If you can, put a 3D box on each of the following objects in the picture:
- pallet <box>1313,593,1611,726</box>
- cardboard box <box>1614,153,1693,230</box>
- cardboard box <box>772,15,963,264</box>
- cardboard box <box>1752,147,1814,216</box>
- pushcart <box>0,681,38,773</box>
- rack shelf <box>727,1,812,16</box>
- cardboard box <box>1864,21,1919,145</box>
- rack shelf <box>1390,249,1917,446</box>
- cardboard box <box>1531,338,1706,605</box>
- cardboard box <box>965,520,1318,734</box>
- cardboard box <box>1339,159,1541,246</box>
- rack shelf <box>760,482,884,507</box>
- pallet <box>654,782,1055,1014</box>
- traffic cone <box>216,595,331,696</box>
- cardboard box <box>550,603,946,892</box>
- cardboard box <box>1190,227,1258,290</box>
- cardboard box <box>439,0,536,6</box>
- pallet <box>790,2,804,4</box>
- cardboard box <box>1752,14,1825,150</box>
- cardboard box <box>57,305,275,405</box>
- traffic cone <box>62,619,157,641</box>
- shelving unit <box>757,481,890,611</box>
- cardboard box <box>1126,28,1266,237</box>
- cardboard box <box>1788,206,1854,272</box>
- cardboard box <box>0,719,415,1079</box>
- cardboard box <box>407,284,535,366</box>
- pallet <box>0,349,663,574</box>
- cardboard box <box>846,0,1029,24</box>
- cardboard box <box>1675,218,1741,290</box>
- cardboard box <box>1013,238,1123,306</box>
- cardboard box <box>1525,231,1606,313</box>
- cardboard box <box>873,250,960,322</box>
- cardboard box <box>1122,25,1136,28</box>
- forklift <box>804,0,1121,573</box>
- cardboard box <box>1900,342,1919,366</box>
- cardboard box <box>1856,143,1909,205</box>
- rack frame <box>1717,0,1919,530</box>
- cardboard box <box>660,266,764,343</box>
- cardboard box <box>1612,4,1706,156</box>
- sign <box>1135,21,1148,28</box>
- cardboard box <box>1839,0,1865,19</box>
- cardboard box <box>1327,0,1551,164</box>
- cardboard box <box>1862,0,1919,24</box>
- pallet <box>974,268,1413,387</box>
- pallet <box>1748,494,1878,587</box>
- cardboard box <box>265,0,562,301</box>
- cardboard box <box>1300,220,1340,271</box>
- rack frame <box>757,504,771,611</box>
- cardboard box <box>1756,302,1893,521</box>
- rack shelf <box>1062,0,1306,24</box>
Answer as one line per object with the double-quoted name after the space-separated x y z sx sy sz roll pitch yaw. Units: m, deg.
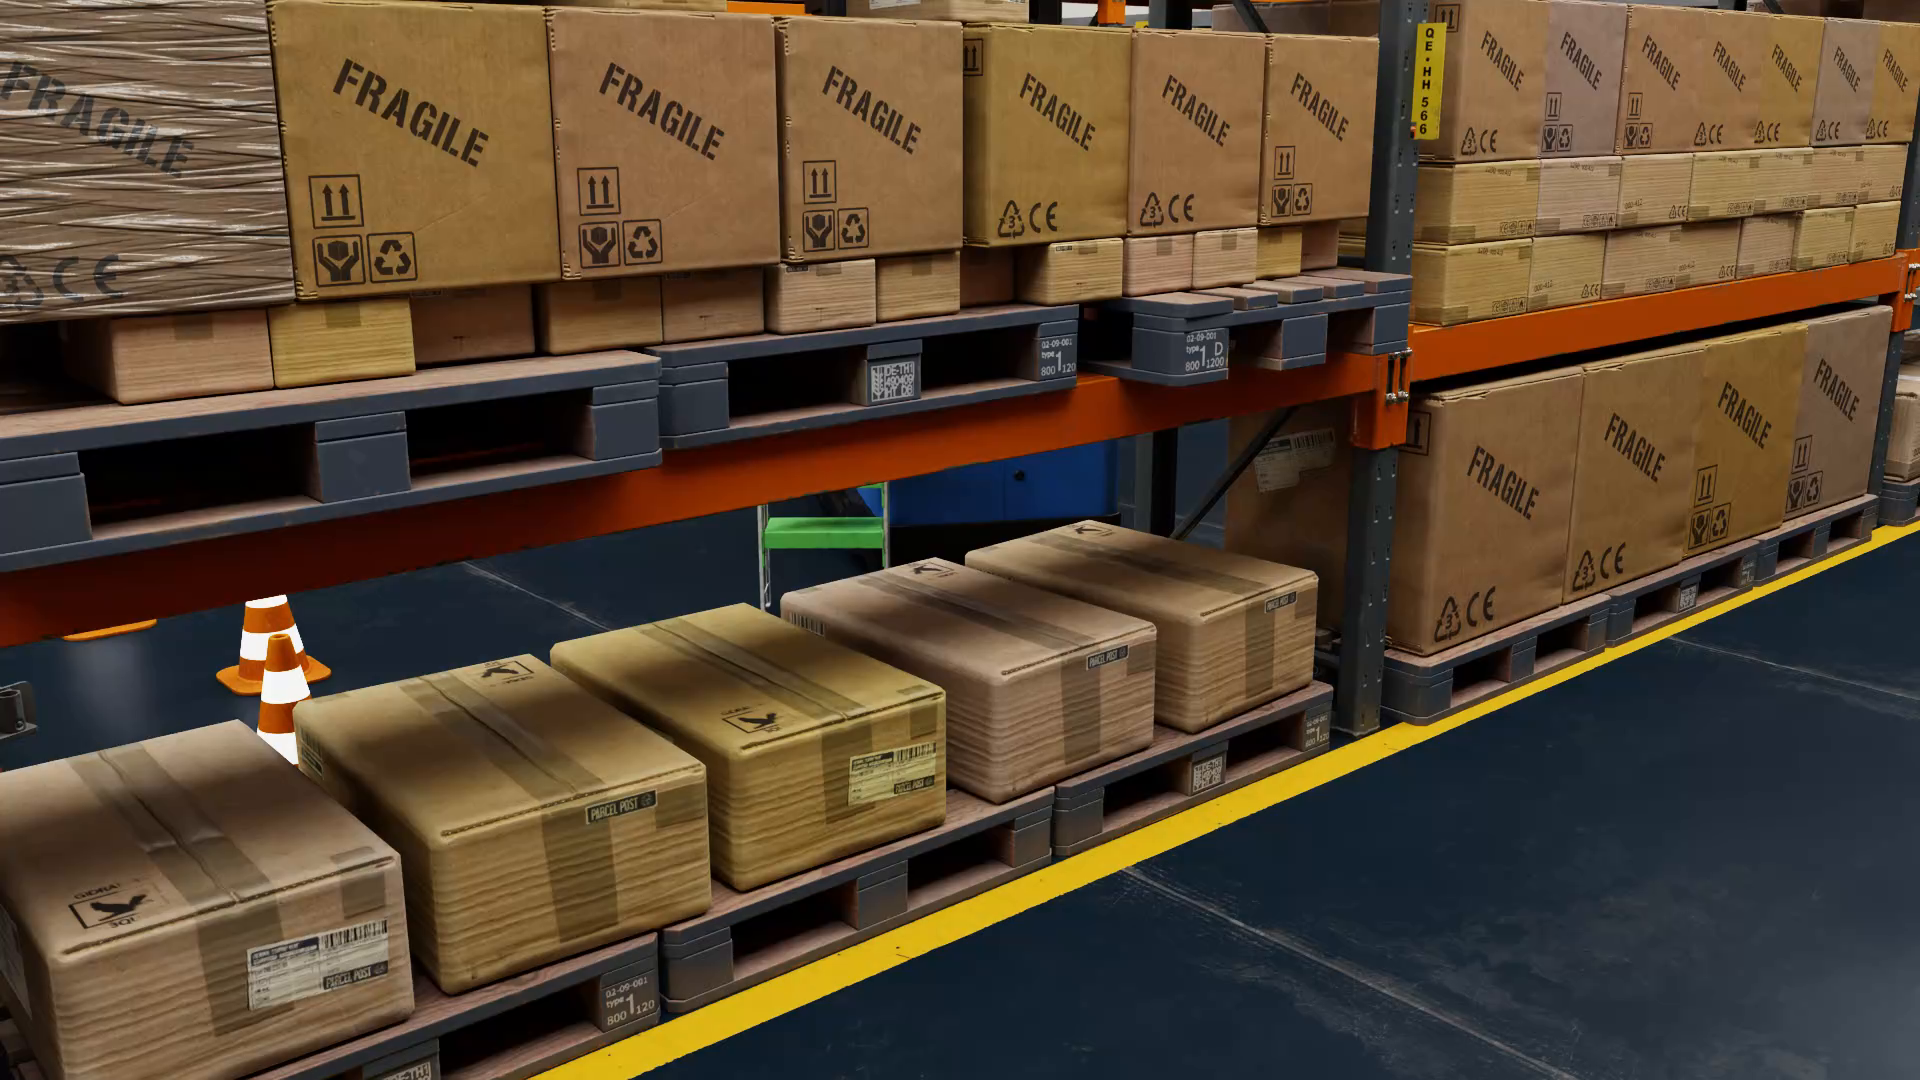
1.638 0.314 6.164 1.213 0.211 1.003 -13 19 -39 "pallet"
2.312 -1.290 6.089 0.500 0.250 0.500 -13 20 -40 "cardboard box"
-0.342 -0.910 3.760 0.500 0.500 0.500 -14 20 -42 "cardboard box"
3.079 -1.464 6.738 0.500 0.250 0.500 -12 19 -38 "cardboard box"
-3.559 0.595 4.790 1.648 0.377 0.936 8 17 28 "pushcart"
-0.986 -4.961 16.092 4.000 0.370 1.077 -13 19 -39 "rack shelf"
3.839 -1.998 7.287 0.500 0.500 0.500 -12 19 -38 "cardboard box"
2.502 -0.905 6.720 4.000 0.370 1.077 -13 19 -39 "rack shelf"
2.245 -0.341 6.519 0.875 0.875 0.875 -12 19 -39 "cardboard box"
0.561 0.247 5.293 0.625 0.372 0.950 -14 21 -43 "cardboard box"
1.538 -1.121 5.455 0.500 0.250 0.500 -13 20 -40 "cardboard box"
-0.533 -0.230 6.532 0.480 0.148 0.258 0 15 -1 "rack shelf"
-0.517 0.771 4.454 1.213 0.211 1.003 -13 19 -39 "pallet"
-2.445 0.263 5.869 0.334 0.463 0.336 -13 19 -39 "traffic cone"
-0.567 0.500 4.342 0.625 0.372 0.950 -12 19 -38 "cardboard box"
0.585 -0.783 4.542 0.250 0.149 0.380 -13 20 -40 "cardboard box"
-1.121 -1.237 3.728 0.250 0.149 0.380 -14 20 -42 "cardboard box"
-0.950 -5.269 16.024 1.213 0.211 1.003 -13 19 -39 "pallet"
3.058 -1.827 6.647 0.500 0.500 0.500 -12 19 -38 "cardboard box"
-1.400 -0.350 2.921 0.250 0.149 0.380 -12 19 -39 "cardboard box"
-3.347 0.110 6.443 0.334 0.463 0.336 -13 19 -39 "traffic cone"
-0.534 -0.292 6.516 0.503 1.200 0.258 0 15 -1 "shelving unit"
0.450 -1.088 4.427 0.500 0.500 0.500 -13 20 -40 "cardboard box"
3.453 -1.308 7.125 0.500 0.250 0.500 -13 20 -40 "cardboard box"
-1.630 0.741 3.441 0.625 0.372 0.950 -12 19 -39 "cardboard box"
-1.042 -0.453 3.308 0.250 0.149 0.380 -11 19 -36 "cardboard box"
-1.352 -0.245 3.225 1.213 0.211 1.003 -13 19 -39 "pallet"
-0.056 -1.290 3.926 0.250 0.149 0.380 -14 20 -42 "cardboard box"
2.673 -1.138 6.488 0.500 0.250 0.500 -13 19 -39 "cardboard box"
0.192 -0.693 4.204 0.250 0.149 0.380 -12 19 -38 "cardboard box"
1.903 -0.966 5.844 0.500 0.250 0.500 -13 20 -41 "cardboard box"
-0.216 -0.616 3.917 0.250 0.149 0.380 -13 20 -41 "cardboard box"
1.186 -3.242 11.368 0.500 0.500 0.500 -12 19 -38 "cardboard box"
-0.130 -1.573 7.961 1.130 2.935 3.031 -3 15 -12 "forklift"
5.230 -0.794 9.060 0.875 0.438 0.875 -13 20 -41 "cardboard box"
3.838 -1.639 7.394 0.500 0.250 0.500 -13 20 -39 "cardboard box"
4.011 -1.591 7.896 0.127 3.000 1.000 -13 19 -39 "rack frame"
-0.633 -0.530 3.596 0.250 0.149 0.380 -12 19 -39 "cardboard box"
2.294 -1.652 5.990 0.500 0.500 0.500 -12 19 -38 "cardboard box"
0.627 -1.581 5.612 0.005 0.325 0.100 -13 19 -39 "sign"
4.305 -2.574 8.185 0.250 0.149 0.380 -12 19 -38 "cardboard box"
1.526 -1.481 5.351 0.500 0.500 0.500 -14 20 -41 "cardboard box"
4.419 -2.439 7.681 0.250 0.149 0.380 -13 20 -40 "cardboard box"
0.526 -0.680 4.854 1.003 0.211 1.213 -13 19 -39 "pallet"
3.478 -0.099 7.711 1.213 0.211 1.003 -13 19 -39 "pallet"
-1.105 -0.740 3.123 0.500 0.500 0.500 -13 19 -39 "cardboard box"
0.901 -0.894 4.958 0.250 0.149 0.380 -12 19 -37 "cardboard box"
-0.778 -0.291 6.514 0.015 1.200 0.240 0 15 -1 "rack frame"
3.596 -0.647 7.664 0.875 0.875 0.875 -12 19 -38 "cardboard box"
2.194 -3.978 12.413 4.000 0.370 1.077 -13 19 -39 "rack shelf"
